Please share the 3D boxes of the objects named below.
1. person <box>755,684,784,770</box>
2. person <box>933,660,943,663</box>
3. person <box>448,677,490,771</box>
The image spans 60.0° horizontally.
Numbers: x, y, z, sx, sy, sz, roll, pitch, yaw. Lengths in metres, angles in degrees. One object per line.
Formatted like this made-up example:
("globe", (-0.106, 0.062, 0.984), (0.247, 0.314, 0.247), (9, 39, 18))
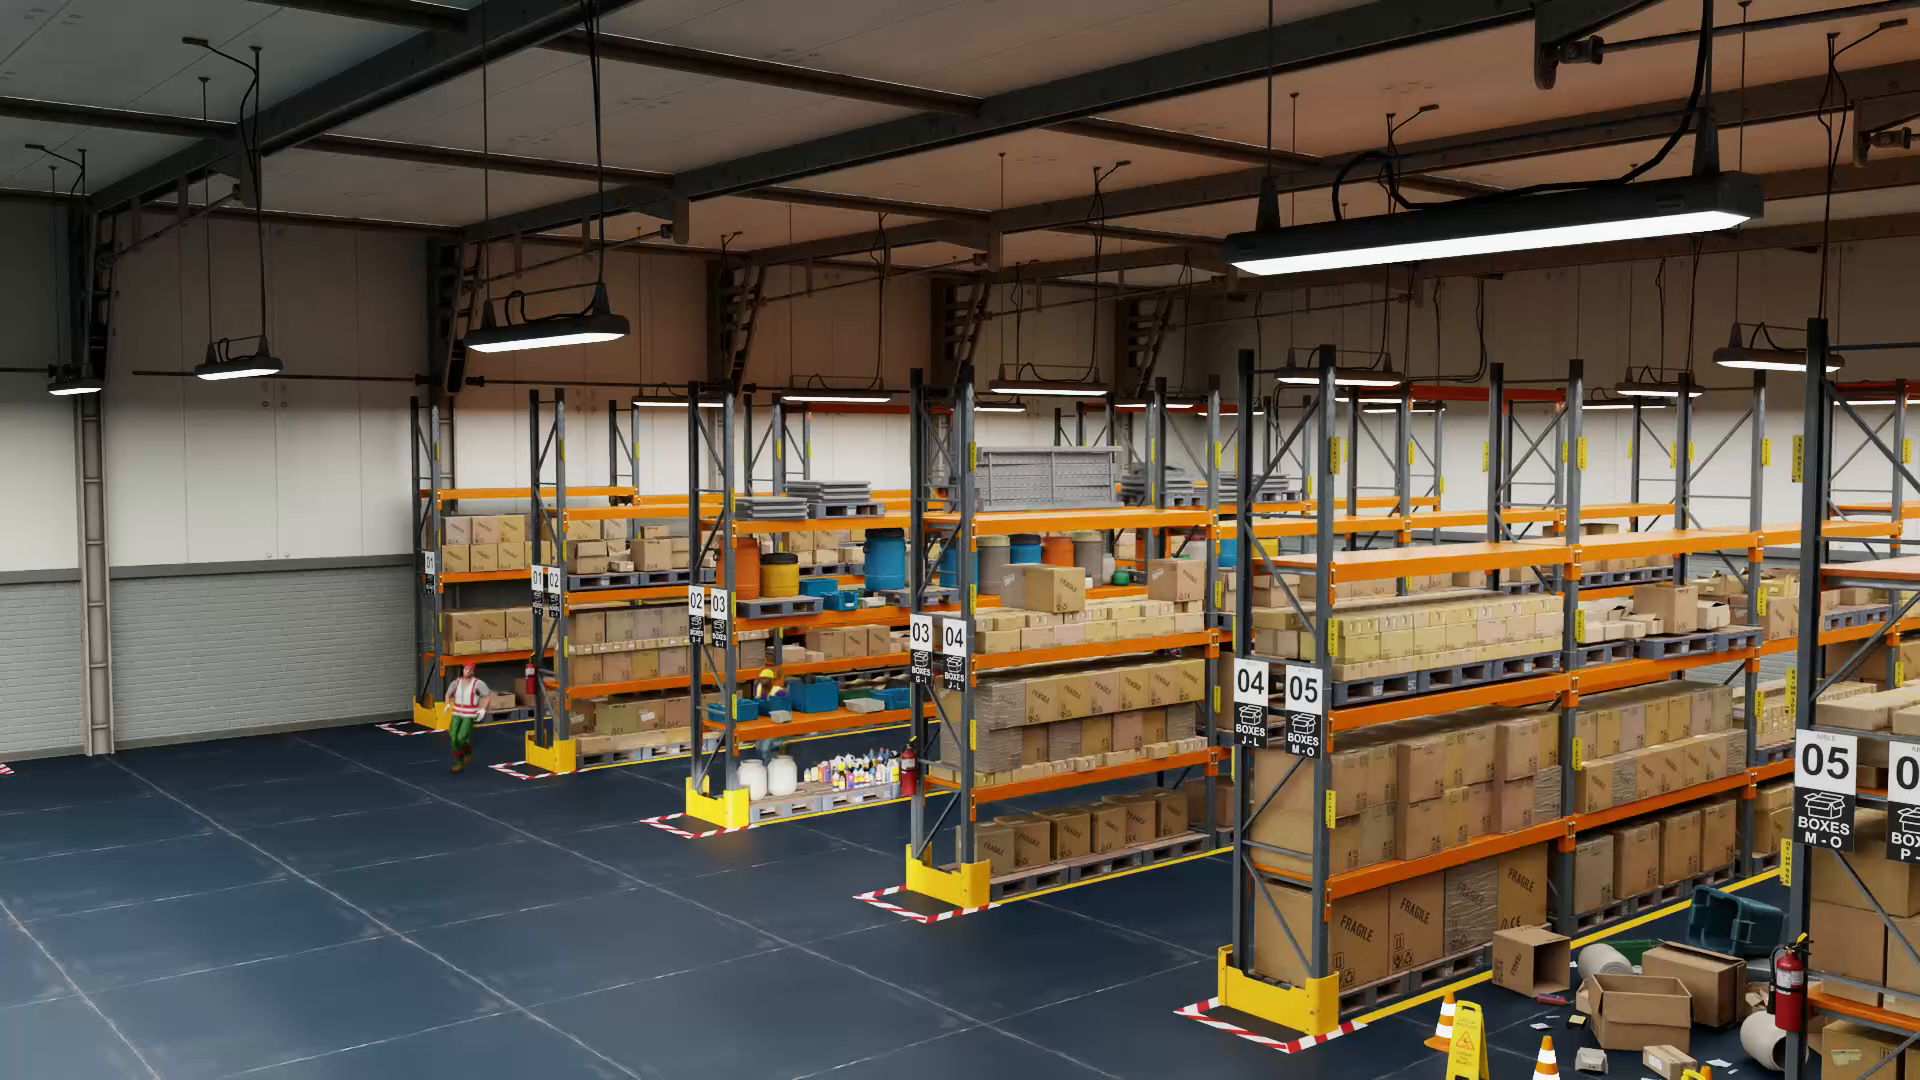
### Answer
("person", (-2.883, 2.894, 25.563), (0.464, 1.413, 0.536), (2, 4, 36))
("person", (-0.632, 1.989, 34.533), (0.680, 1.585, 0.588), (-3, 4, -41))
("person", (-7.738, 2.898, 26.158), (0.670, 1.450, 0.382), (0, 3, 7))
